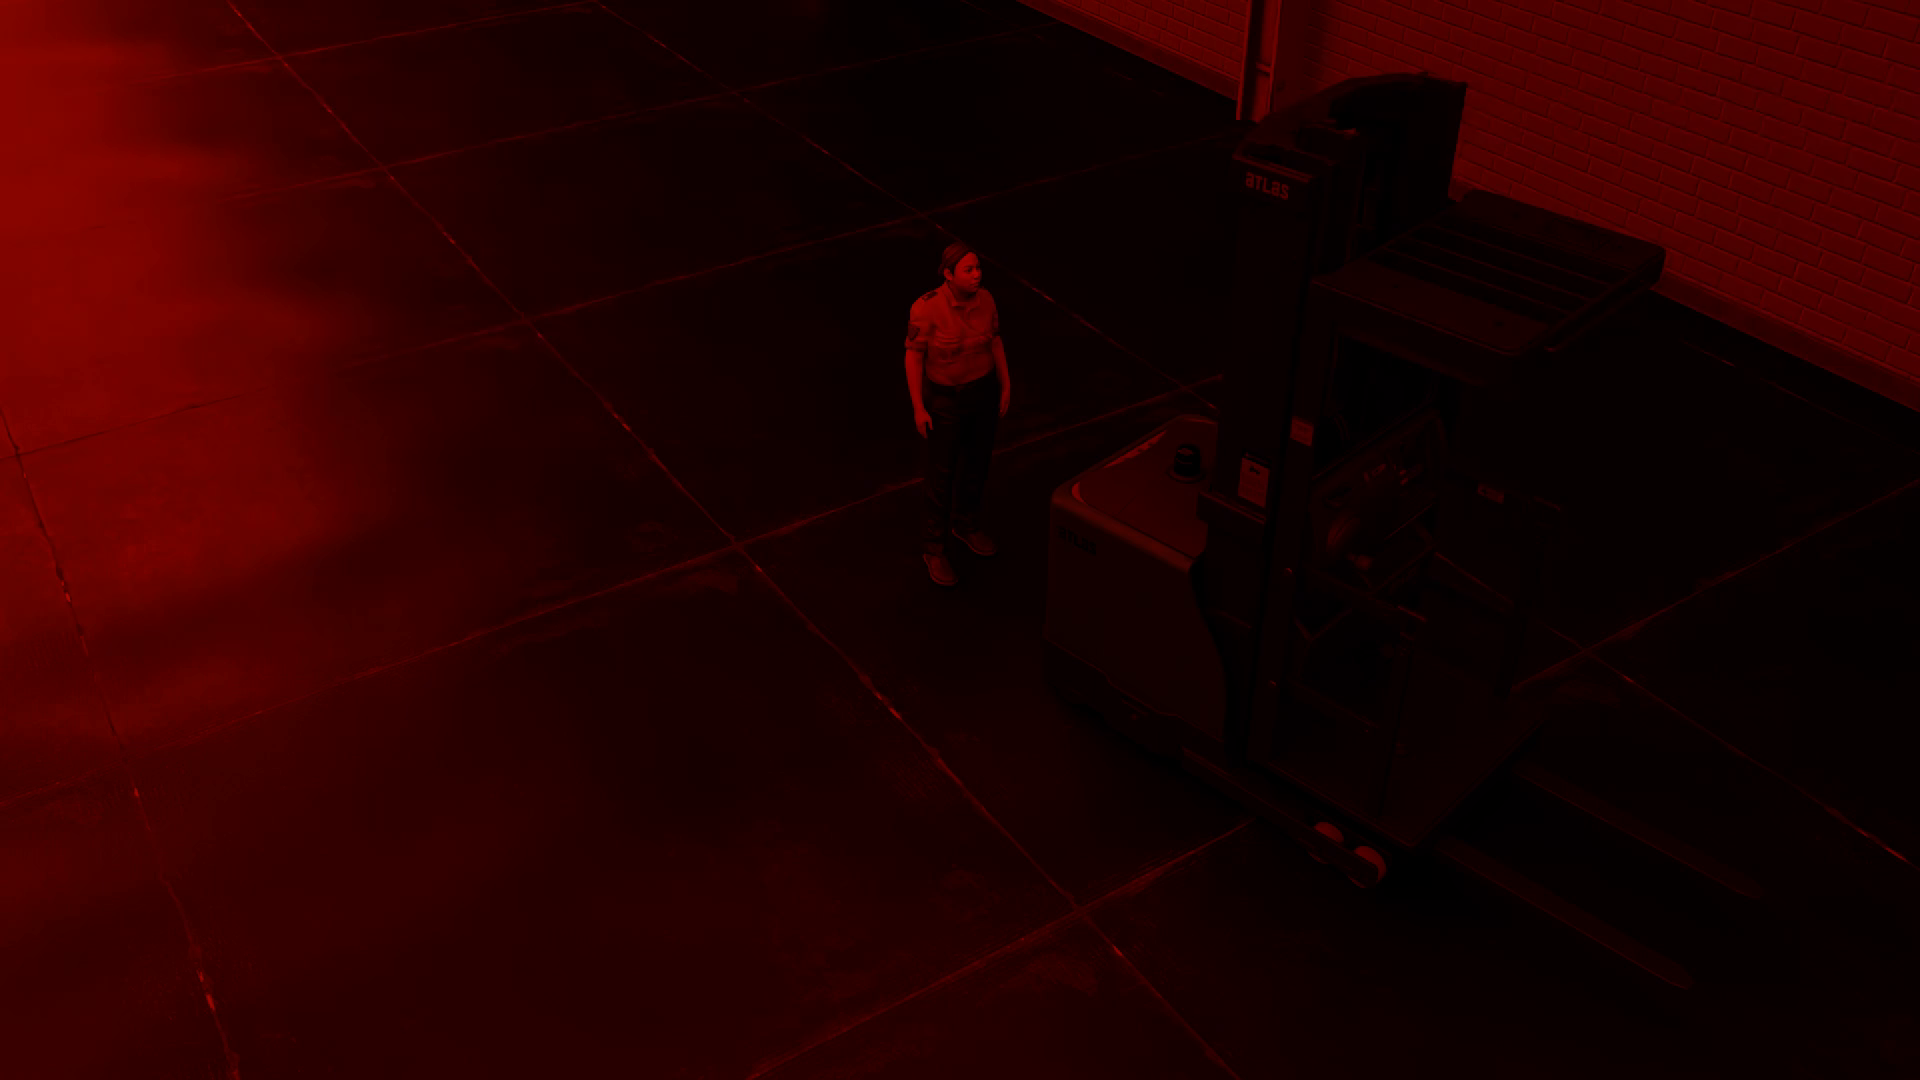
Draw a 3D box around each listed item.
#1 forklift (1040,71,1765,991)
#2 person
[{"bbox_3d":[1.778,-0.138,6.344,3.031,2.935,1.130,29,44,35],"label":"forklift"},{"bbox_3d":[0.030,-0.626,8.151,0.599,1.640,0.503,-21,40,-27],"label":"person"}]
